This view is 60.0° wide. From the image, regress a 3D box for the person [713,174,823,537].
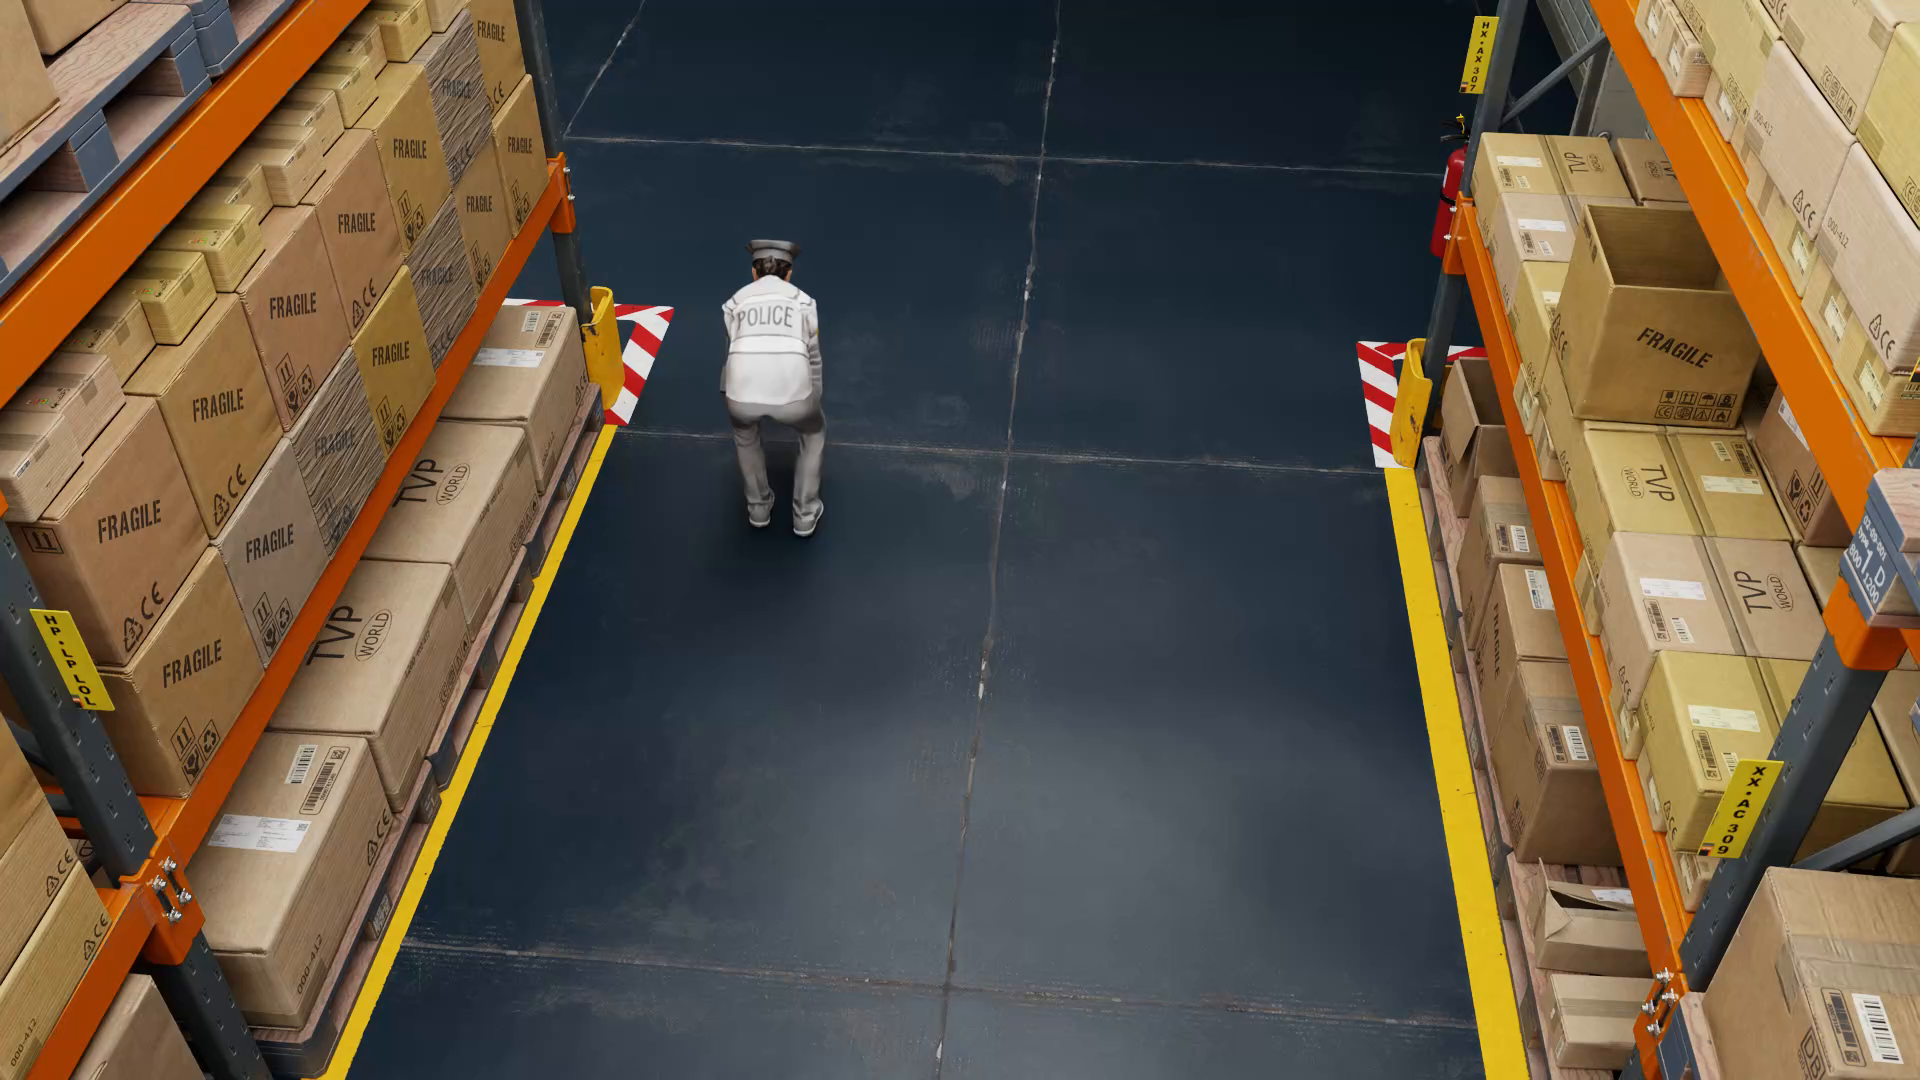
[{"bbox_3d":[-0.817,-0.753,7.136,0.415,1.552,0.646,1,40,1],"label":"person"}]
